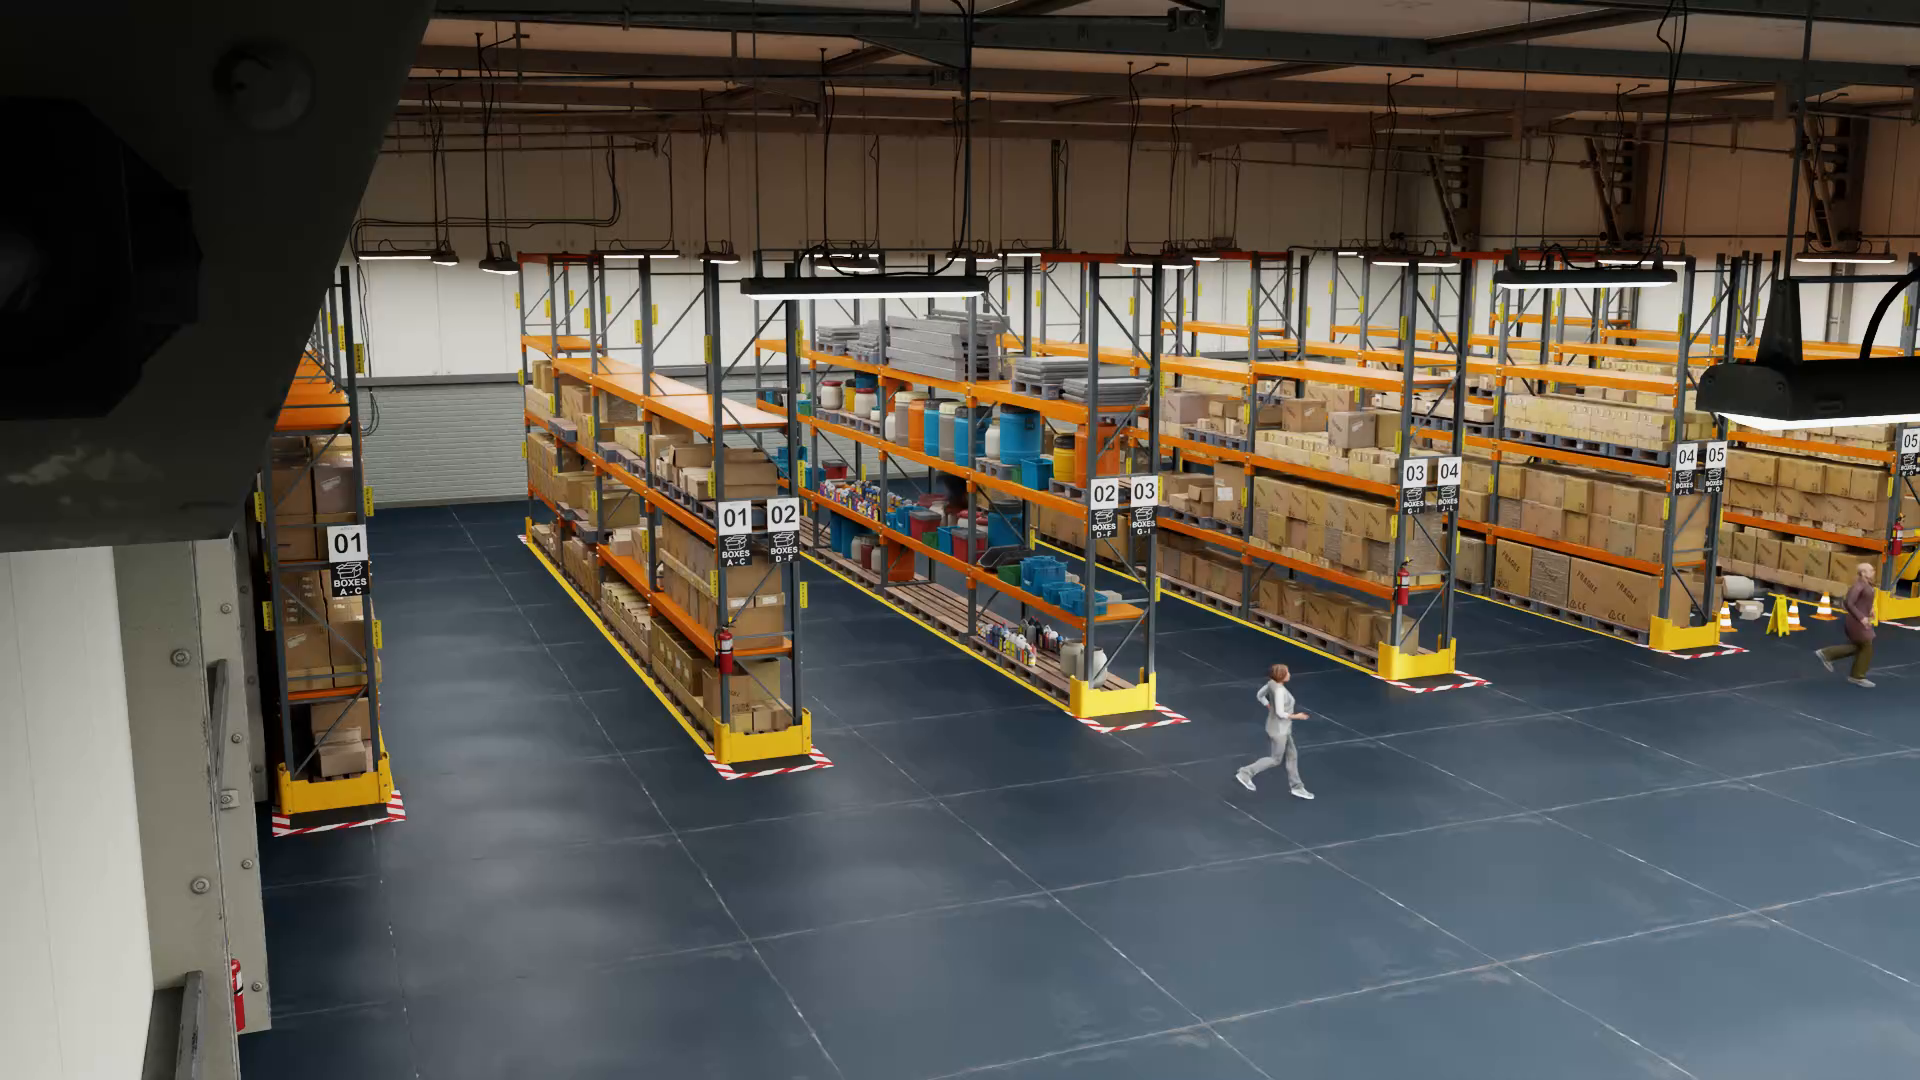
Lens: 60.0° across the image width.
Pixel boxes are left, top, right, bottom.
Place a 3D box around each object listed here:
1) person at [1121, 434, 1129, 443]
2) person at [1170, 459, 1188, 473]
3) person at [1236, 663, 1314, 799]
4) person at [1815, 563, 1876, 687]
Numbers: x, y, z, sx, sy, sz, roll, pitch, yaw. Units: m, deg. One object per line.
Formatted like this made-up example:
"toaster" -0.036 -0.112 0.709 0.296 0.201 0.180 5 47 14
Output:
"person" 3.826 -1.648 39.094 0.721 1.759 0.917 0 10 -2
"person" 5.529 -2.020 41.574 0.765 1.632 0.601 3 11 15
"person" 3.587 2.161 18.810 0.900 1.591 0.554 1 10 4
"person" 12.706 1.185 23.743 0.811 1.789 0.710 7 12 32
